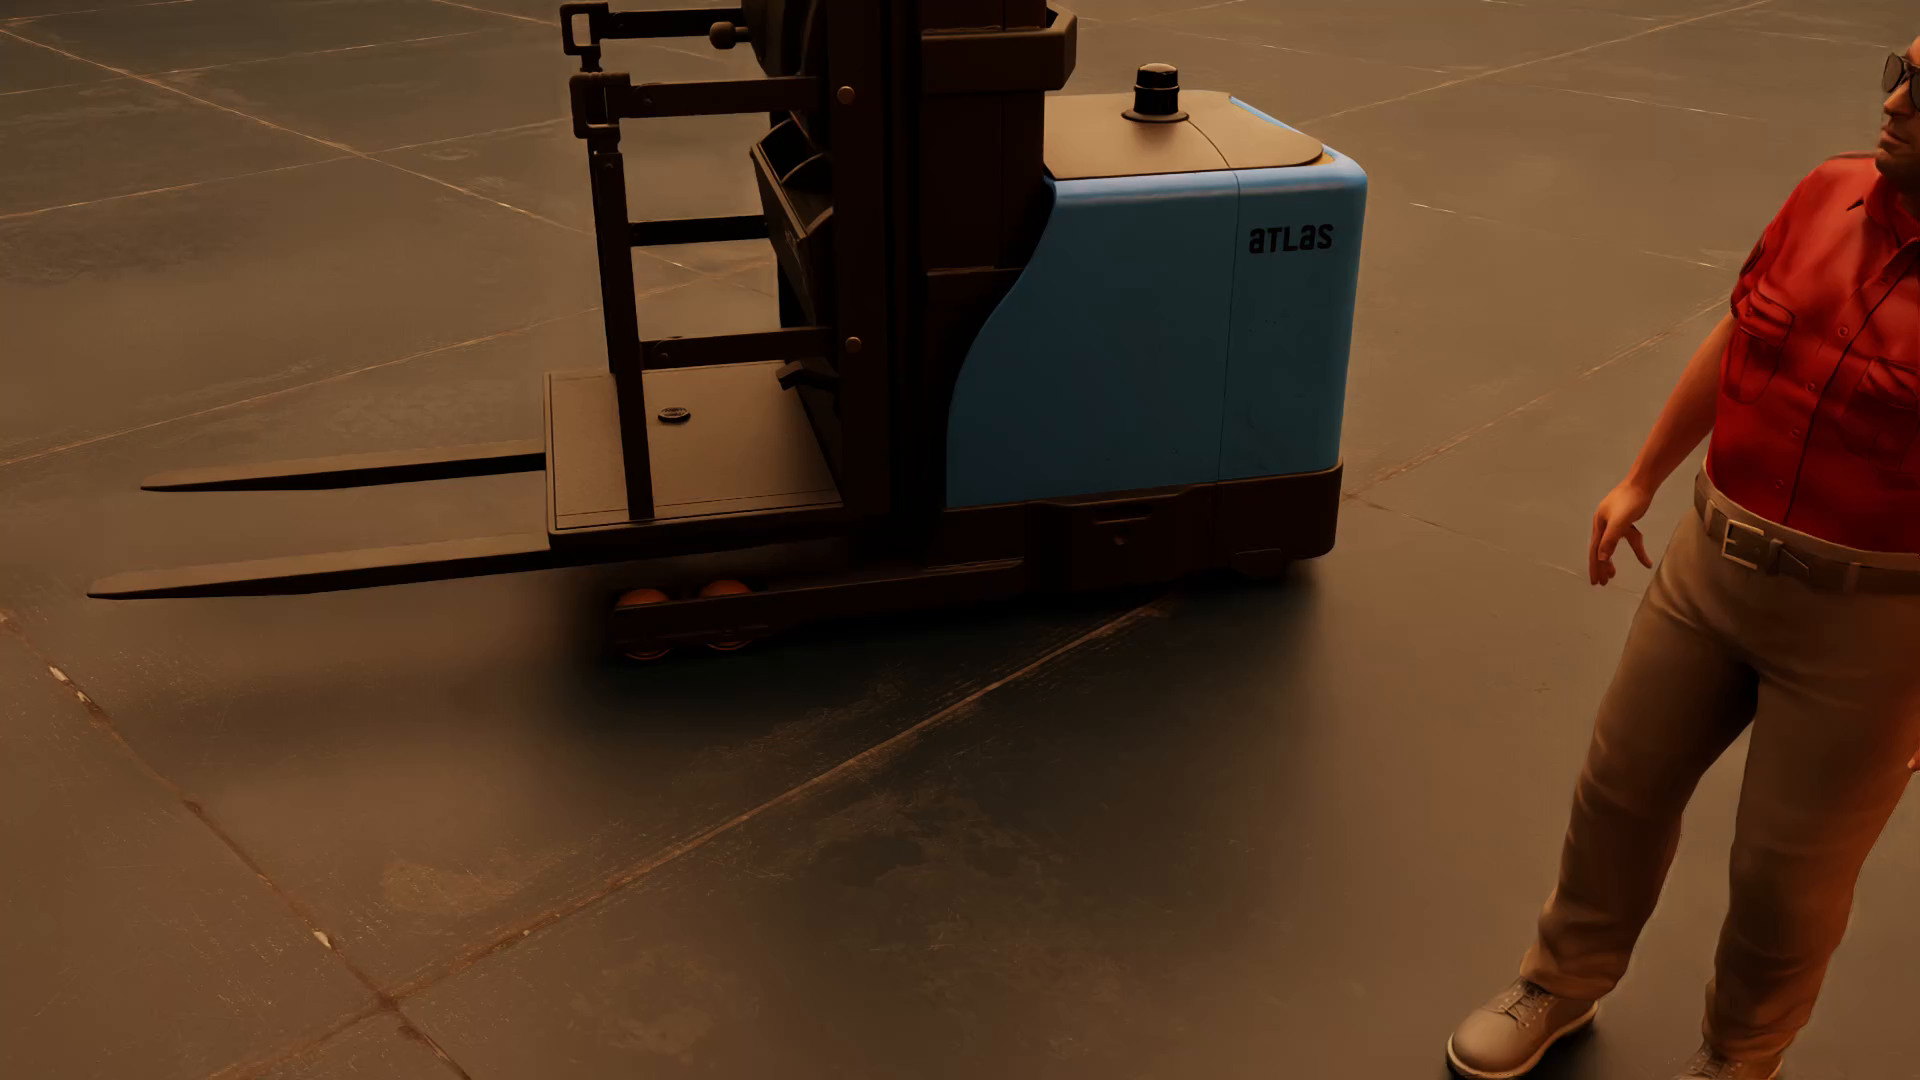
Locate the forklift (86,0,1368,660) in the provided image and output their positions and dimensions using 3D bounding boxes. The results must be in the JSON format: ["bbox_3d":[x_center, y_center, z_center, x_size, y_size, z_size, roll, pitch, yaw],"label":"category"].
[{"bbox_3d":[-0.590,-1.286,3.836,3.031,2.935,1.130,-6,27,-12],"label":"forklift"}]

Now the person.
[{"bbox_3d":[1.133,0.119,2.335,0.529,1.729,0.702,-15,30,-28],"label":"person"}]
